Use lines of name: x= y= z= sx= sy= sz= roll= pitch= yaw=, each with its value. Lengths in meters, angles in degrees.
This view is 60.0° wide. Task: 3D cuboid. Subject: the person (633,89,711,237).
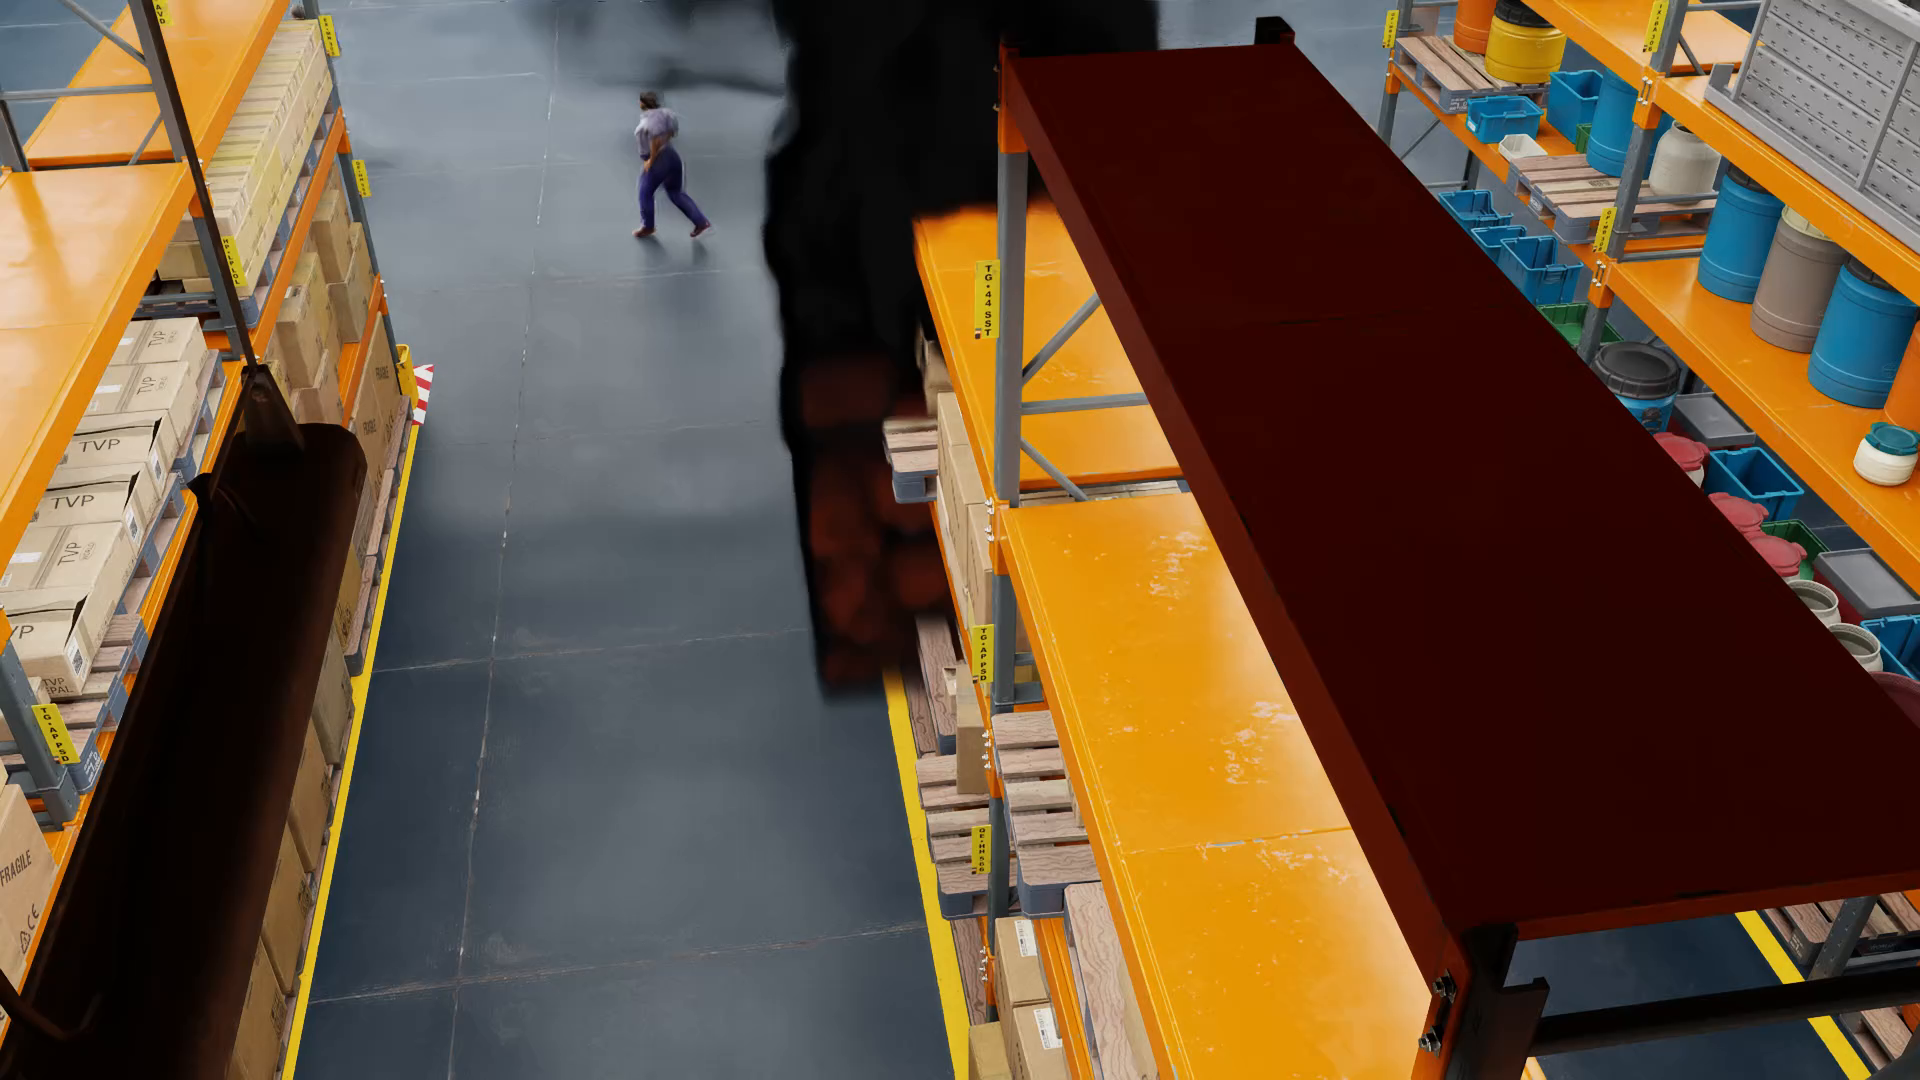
person: x=-3.099 y=-3.889 z=17.371 sx=0.915 sy=1.666 sz=0.581 roll=19 pitch=40 yaw=23

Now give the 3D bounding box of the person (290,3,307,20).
person: x=-7.698 y=-5.523 z=19.603 sx=0.528 sy=1.624 sz=0.624 roll=19 pitch=41 yaw=24
